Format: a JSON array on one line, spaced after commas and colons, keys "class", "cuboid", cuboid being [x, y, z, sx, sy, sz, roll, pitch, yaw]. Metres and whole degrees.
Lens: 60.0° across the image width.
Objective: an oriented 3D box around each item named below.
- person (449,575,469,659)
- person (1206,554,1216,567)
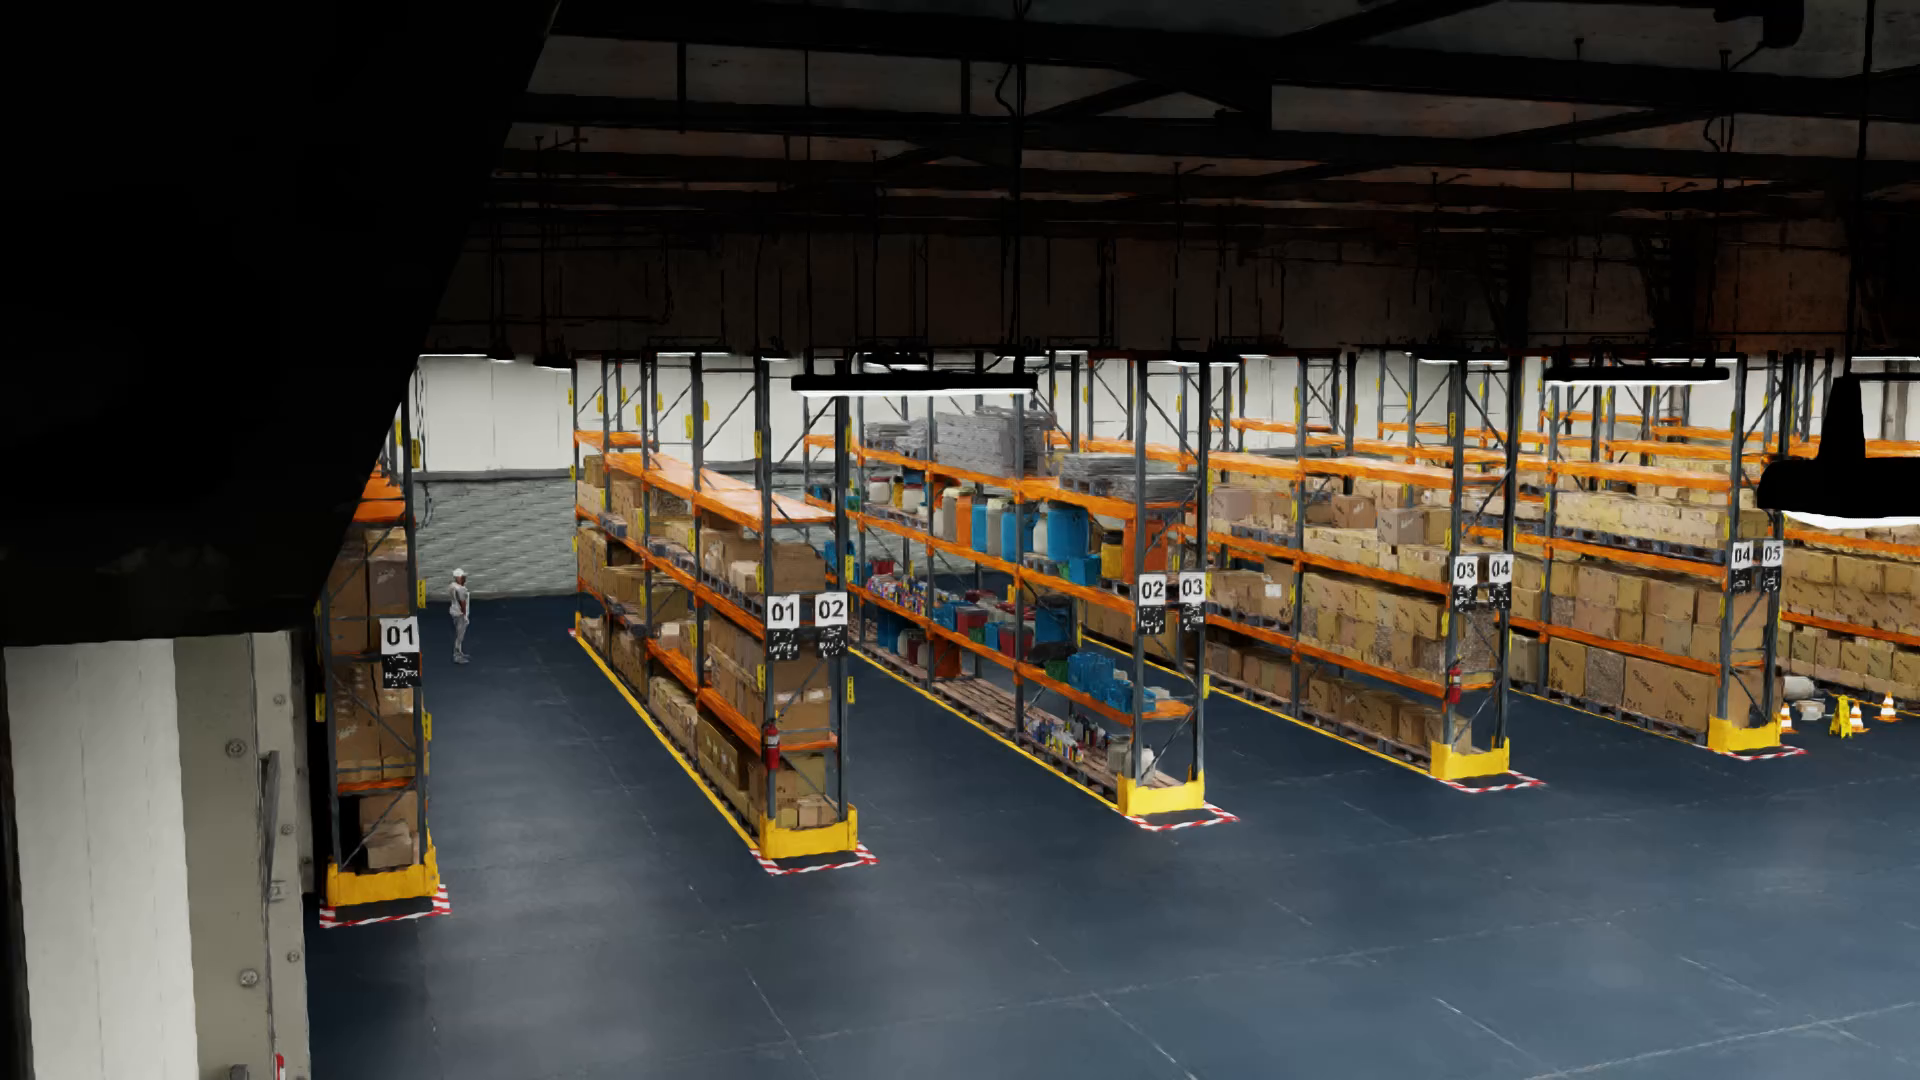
[{"class": "person", "cuboid": [-9.665, 1.423, 32.090, 0.361, 1.690, 0.683, -4, 8, -31]}, {"class": "person", "cuboid": [5.170, 1.224, 34.273, 0.448, 1.673, 0.678, -6, 9, -40]}]
